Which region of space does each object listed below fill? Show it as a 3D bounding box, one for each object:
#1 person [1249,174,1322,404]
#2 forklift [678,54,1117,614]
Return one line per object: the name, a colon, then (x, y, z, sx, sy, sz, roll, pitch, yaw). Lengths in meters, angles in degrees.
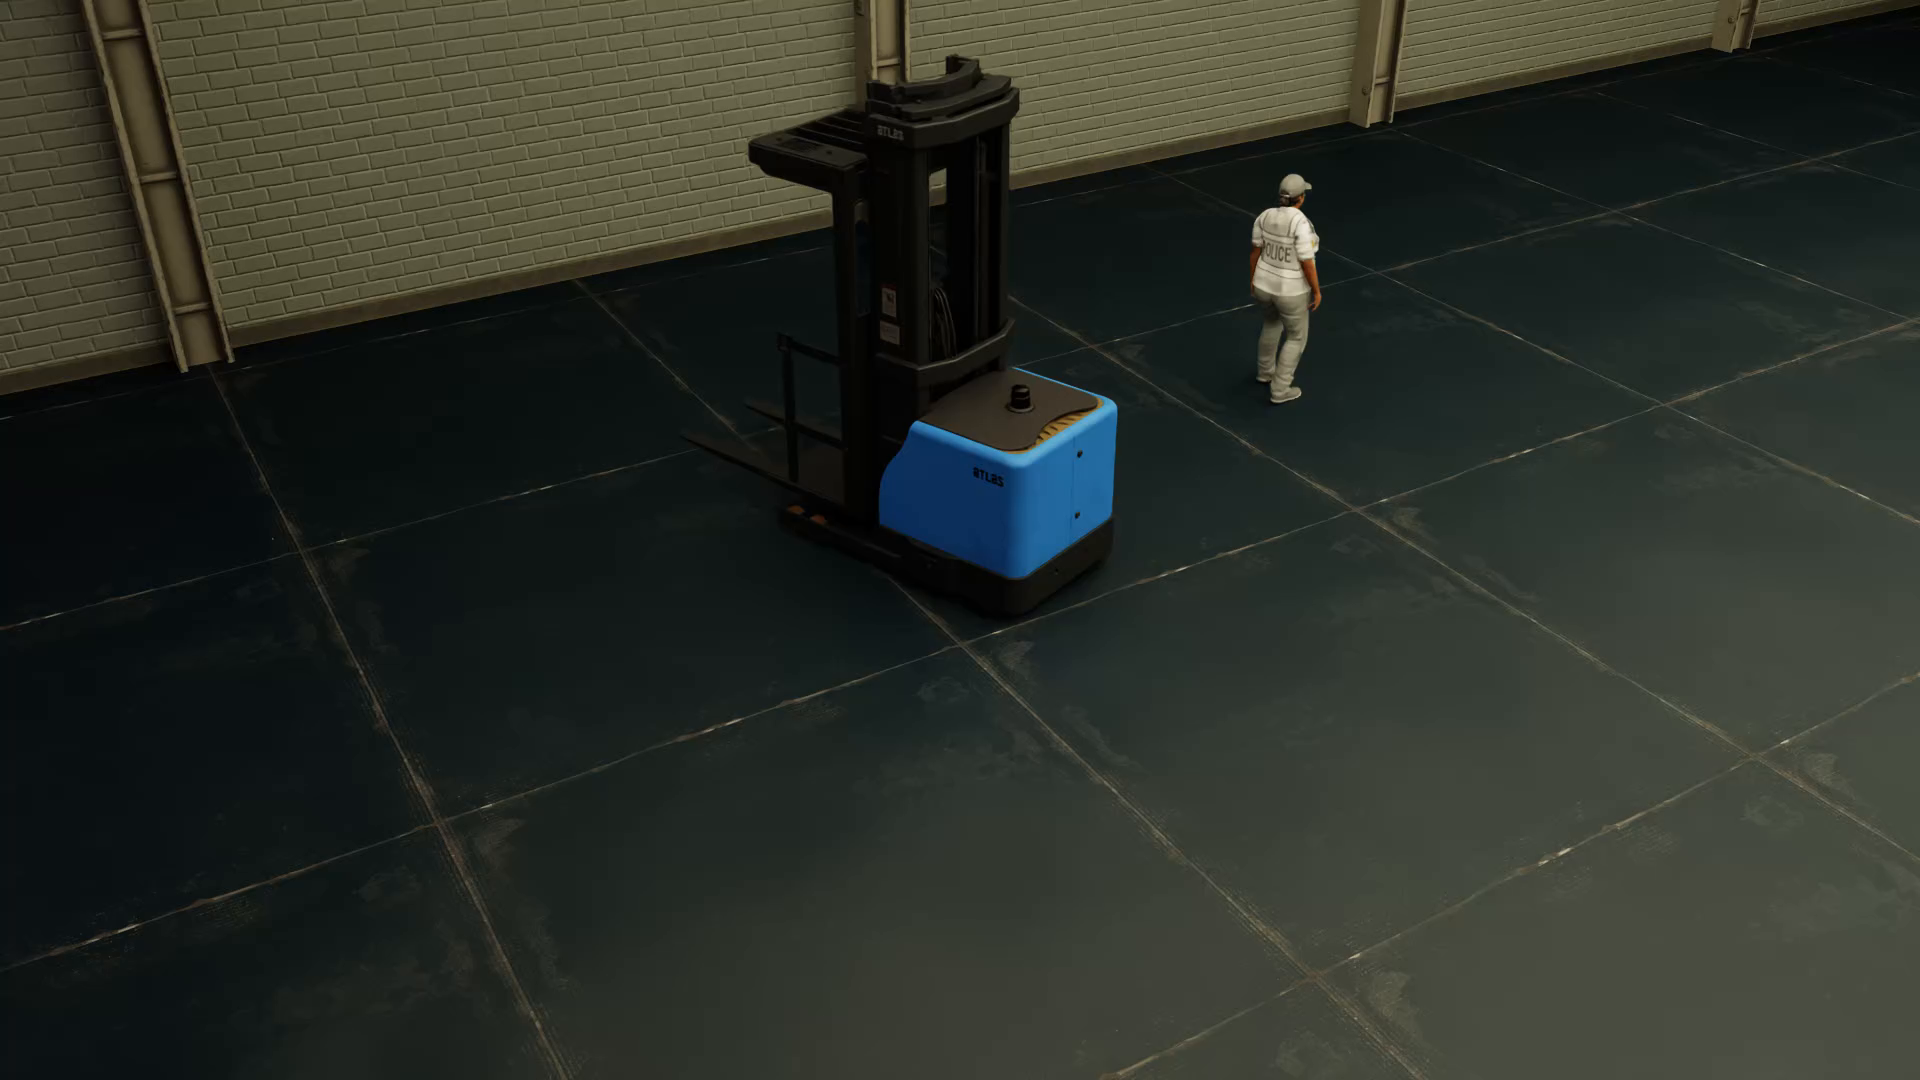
person: (2.362, -1.804, 11.944, 0.501, 1.700, 0.556, -23, 38, -34)
forklift: (-0.524, -1.438, 10.049, 3.031, 2.935, 1.130, 22, 37, 32)
